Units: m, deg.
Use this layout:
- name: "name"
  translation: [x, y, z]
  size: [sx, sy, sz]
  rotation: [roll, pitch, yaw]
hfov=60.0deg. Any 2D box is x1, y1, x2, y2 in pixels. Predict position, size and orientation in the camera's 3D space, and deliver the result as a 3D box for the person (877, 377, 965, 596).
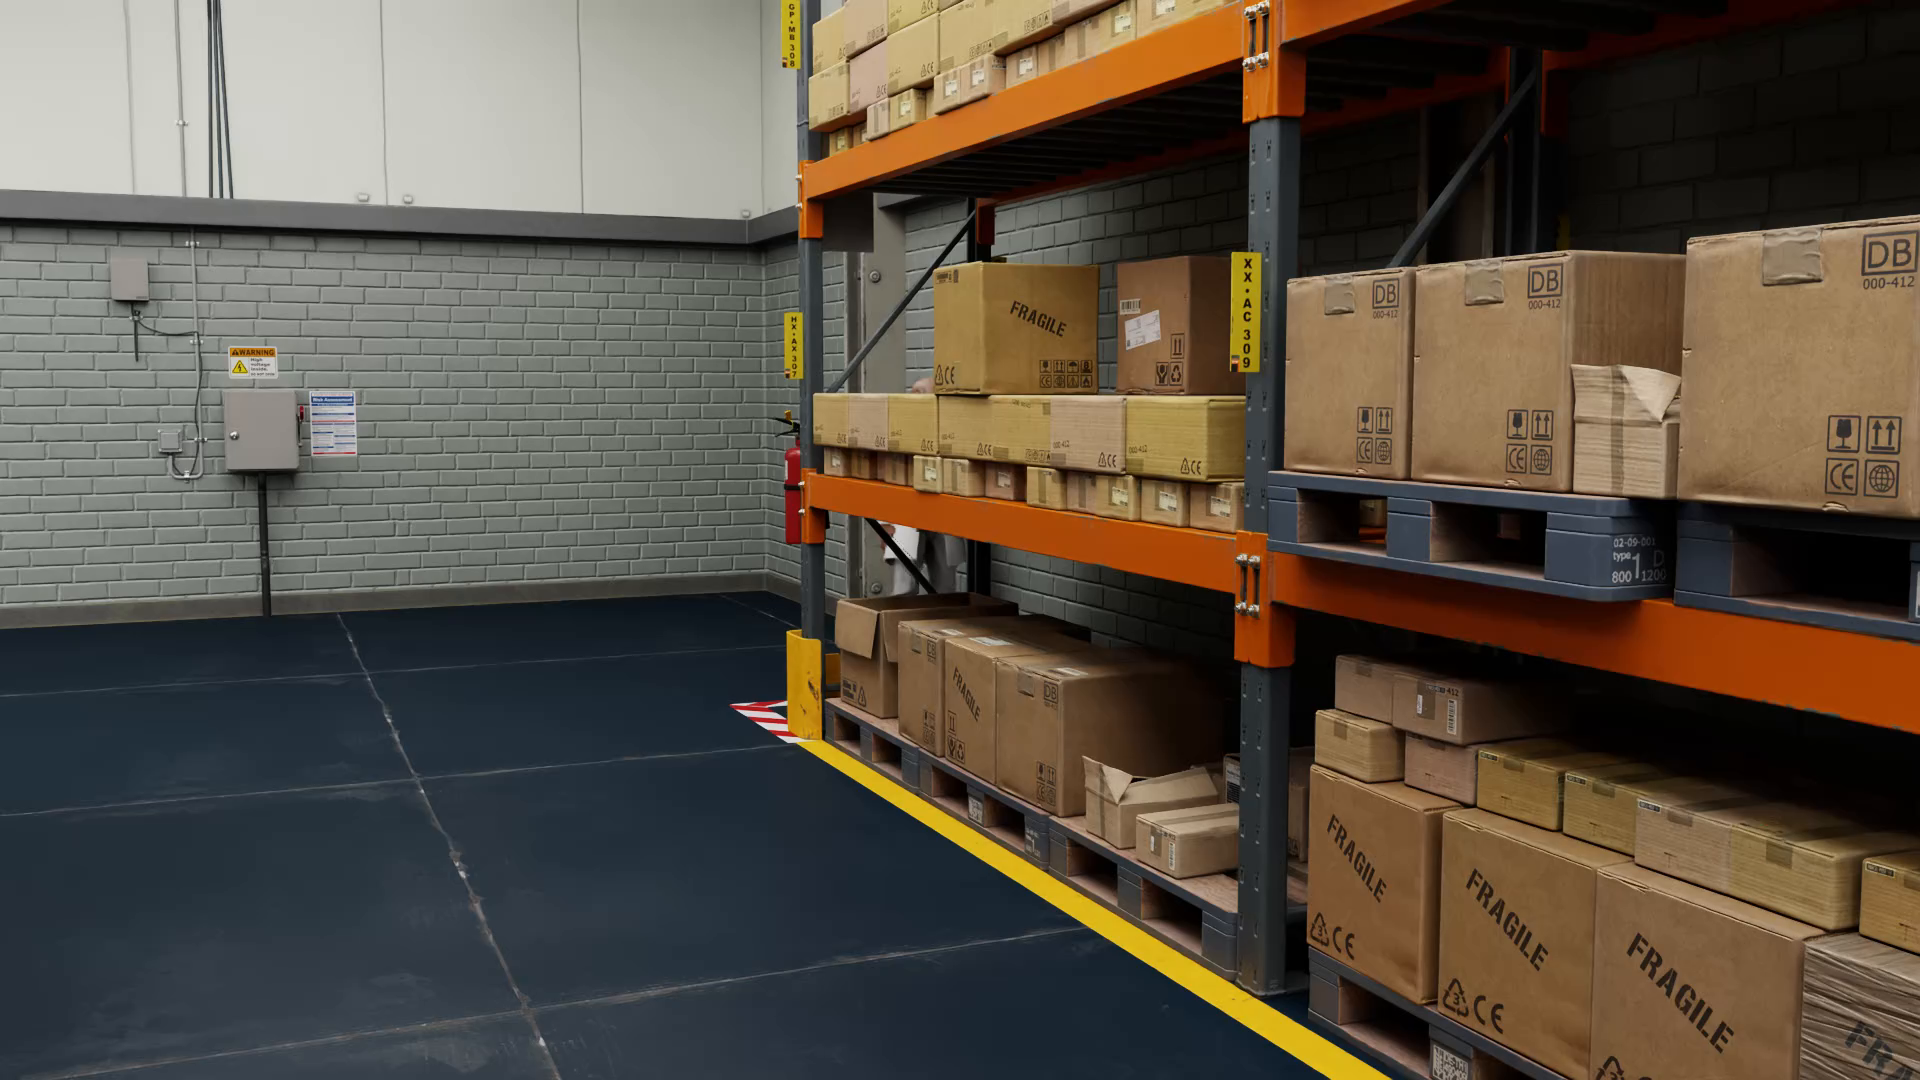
- name: "person"
  translation: [-0.224, -0.064, 9.789]
  size: [0.675, 1.769, 0.469]
  rotation: [-2, 6, -25]
